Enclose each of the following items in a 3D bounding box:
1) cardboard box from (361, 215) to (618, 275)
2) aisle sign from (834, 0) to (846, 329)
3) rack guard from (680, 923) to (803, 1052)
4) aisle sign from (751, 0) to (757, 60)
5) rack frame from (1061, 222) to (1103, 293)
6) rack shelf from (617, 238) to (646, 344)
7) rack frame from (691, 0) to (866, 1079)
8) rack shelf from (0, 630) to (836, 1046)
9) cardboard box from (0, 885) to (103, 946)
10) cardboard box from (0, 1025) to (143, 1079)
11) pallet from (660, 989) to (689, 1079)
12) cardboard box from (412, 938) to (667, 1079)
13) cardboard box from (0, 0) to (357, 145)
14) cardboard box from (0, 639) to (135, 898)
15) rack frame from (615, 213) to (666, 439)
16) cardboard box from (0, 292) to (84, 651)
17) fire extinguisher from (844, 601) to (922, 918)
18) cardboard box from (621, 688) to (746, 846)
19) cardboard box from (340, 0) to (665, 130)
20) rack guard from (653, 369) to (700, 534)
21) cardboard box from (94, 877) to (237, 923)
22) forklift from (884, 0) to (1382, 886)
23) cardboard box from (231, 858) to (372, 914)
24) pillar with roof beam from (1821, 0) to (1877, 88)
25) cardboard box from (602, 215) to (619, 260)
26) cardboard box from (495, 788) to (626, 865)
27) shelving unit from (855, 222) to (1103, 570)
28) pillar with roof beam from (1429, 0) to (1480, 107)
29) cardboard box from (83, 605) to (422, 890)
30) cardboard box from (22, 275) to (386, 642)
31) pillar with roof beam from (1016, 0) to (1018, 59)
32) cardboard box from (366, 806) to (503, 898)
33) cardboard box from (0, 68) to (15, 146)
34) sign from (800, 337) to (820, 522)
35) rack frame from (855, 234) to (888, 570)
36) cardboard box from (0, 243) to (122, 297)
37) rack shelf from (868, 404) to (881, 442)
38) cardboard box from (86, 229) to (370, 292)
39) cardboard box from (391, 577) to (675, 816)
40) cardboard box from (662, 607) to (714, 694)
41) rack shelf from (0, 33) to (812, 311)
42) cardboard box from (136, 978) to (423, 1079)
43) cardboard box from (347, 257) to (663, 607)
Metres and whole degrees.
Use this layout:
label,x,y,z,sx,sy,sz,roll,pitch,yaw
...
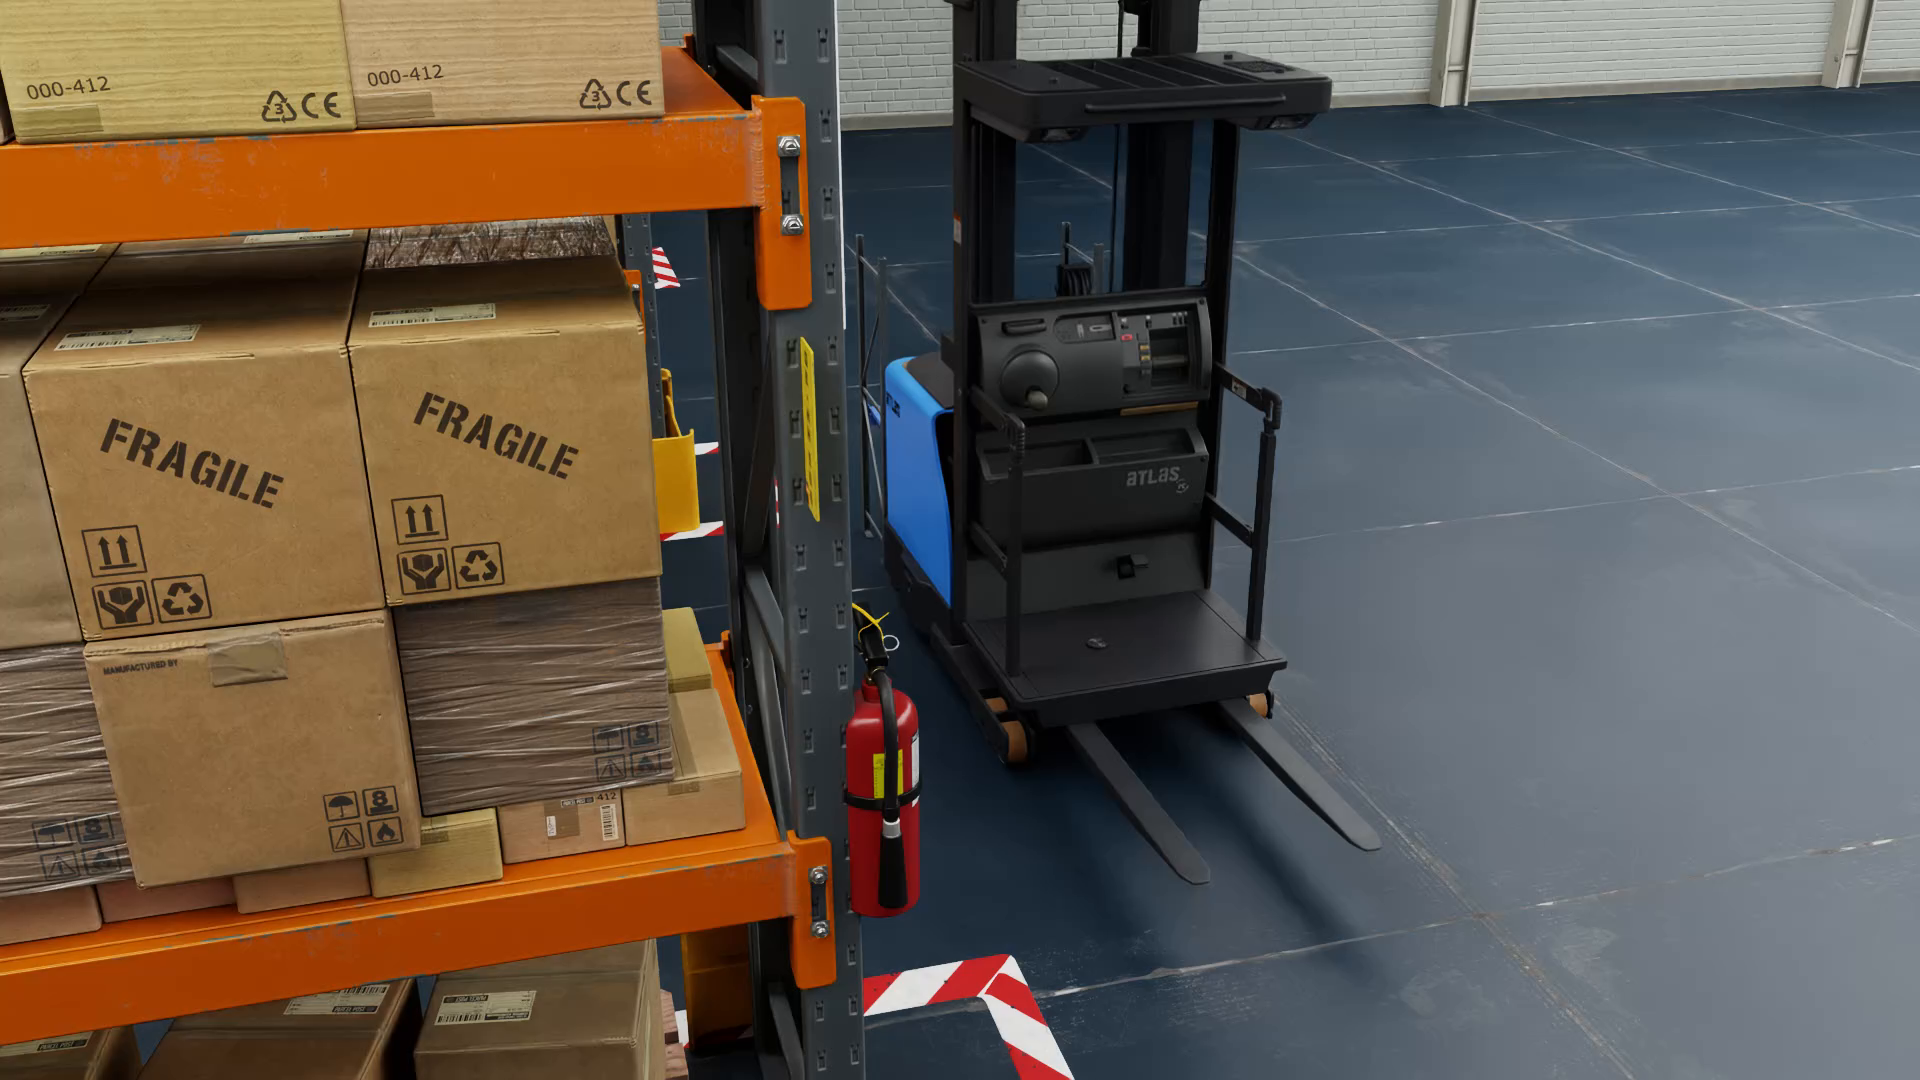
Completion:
label,x,y,z,sx,sy,sz,roll,pitch,yaw
cardboard box,-1.008,-0.423,3.660,0.500,0.500,0.500,-6,24,-14
aisle sign,-0.265,-0.824,3.069,0.004,0.787,0.394,-6,24,-14
rack guard,-0.478,1.421,4.305,0.348,0.500,1.175,-6,24,-14
aisle sign,-0.427,-1.051,3.600,0.004,0.787,0.394,-6,24,-14
rack frame,0.572,-0.752,8.102,0.032,1.500,0.500,-6,24,-14
rack shelf,-3.573,-1.087,7.890,4.000,0.370,1.077,-6,24,-14
rack frame,-0.405,0.264,3.831,0.127,3.000,1.000,-6,24,-14
rack shelf,-2.331,0.807,3.477,4.000,0.370,1.077,-6,24,-14
cardboard box,-1.823,0.627,3.303,0.250,0.149,0.380,-6,24,-14
cardboard box,-2.185,1.416,3.784,0.500,0.500,0.500,-4,24,-9
pallet,-1.270,1.626,4.192,1.213,0.211,1.003,-6,24,-14
cardboard box,-1.011,1.280,4.101,0.500,0.500,0.500,-2,23,-5
cardboard box,-1.281,-0.844,2.799,0.500,0.250,0.500,-6,24,-14
cardboard box,-1.884,0.265,3.325,0.500,0.500,0.875,-6,24,-14
rack frame,-1.648,-1.630,8.245,0.127,3.000,1.000,-6,24,-14
cardboard box,-1.830,-0.118,2.950,0.500,0.500,0.500,-6,24,-14
fire extinguisher,-0.171,0.462,3.467,0.183,0.674,0.296,-6,24,-14
cardboard box,-0.624,0.488,3.628,0.250,0.149,0.380,-6,24,-14
cardboard box,-0.801,-0.898,2.925,0.500,0.250,0.500,-6,24,-13
rack guard,-1.625,-0.484,8.744,0.348,0.500,1.175,-6,24,-14
cardboard box,-1.588,0.592,3.385,0.250,0.149,0.380,-6,24,-14
forklift,0.584,-0.677,6.111,1.130,2.935,3.031,-7,24,-16
cardboard box,-1.336,0.581,3.410,0.250,0.149,0.380,-6,24,-14
pillar with roof beam,13.153,-8.691,17.092,0.400,9.000,9.100,-6,24,-14
cardboard box,-1.993,-1.642,8.083,0.550,0.550,0.875,-6,24,-14
cardboard box,-0.865,0.514,3.566,0.250,0.149,0.380,-6,24,-14
shelving unit,0.082,-0.698,7.975,1.048,1.500,0.538,-6,24,-14
pillar with roof beam,7.376,-8.051,15.602,0.400,9.000,9.100,-6,24,-14
cardboard box,-1.391,0.228,3.410,0.500,0.500,0.875,-6,24,-14
cardboard box,-1.348,-0.171,3.071,0.500,0.500,0.500,-6,24,-14
pillar with roof beam,1.599,-7.412,14.113,0.400,9.000,9.100,-6,24,-14
cardboard box,-1.092,0.560,3.458,0.250,0.149,0.380,-6,24,-14
cardboard box,-1.776,-0.792,2.679,0.500,0.250,0.500,-6,24,-13
sign,-0.275,-0.201,3.045,0.005,0.325,0.100,-6,24,-14
rack frame,-0.407,-0.644,7.849,0.032,1.500,0.500,-6,24,-14
cardboard box,-1.973,-0.319,3.417,0.500,0.500,0.500,-6,24,-14
rack shelf,0.082,-0.533,8.046,1.000,0.185,0.538,-6,24,-14
cardboard box,-1.492,-0.373,3.543,0.500,0.500,0.500,-6,24,-14
cardboard box,-0.942,0.129,3.641,0.500,0.500,0.875,-6,24,-14
cardboard box,-0.744,0.319,4.021,0.250,0.149,0.380,-6,24,-14
rack shelf,-2.331,-0.571,2.885,4.000,0.370,1.077,-6,24,-14
cardboard box,-1.577,1.356,3.923,0.500,0.500,0.500,0,23,0
cardboard box,-0.868,-0.226,3.201,0.500,0.500,0.500,-6,24,-14
